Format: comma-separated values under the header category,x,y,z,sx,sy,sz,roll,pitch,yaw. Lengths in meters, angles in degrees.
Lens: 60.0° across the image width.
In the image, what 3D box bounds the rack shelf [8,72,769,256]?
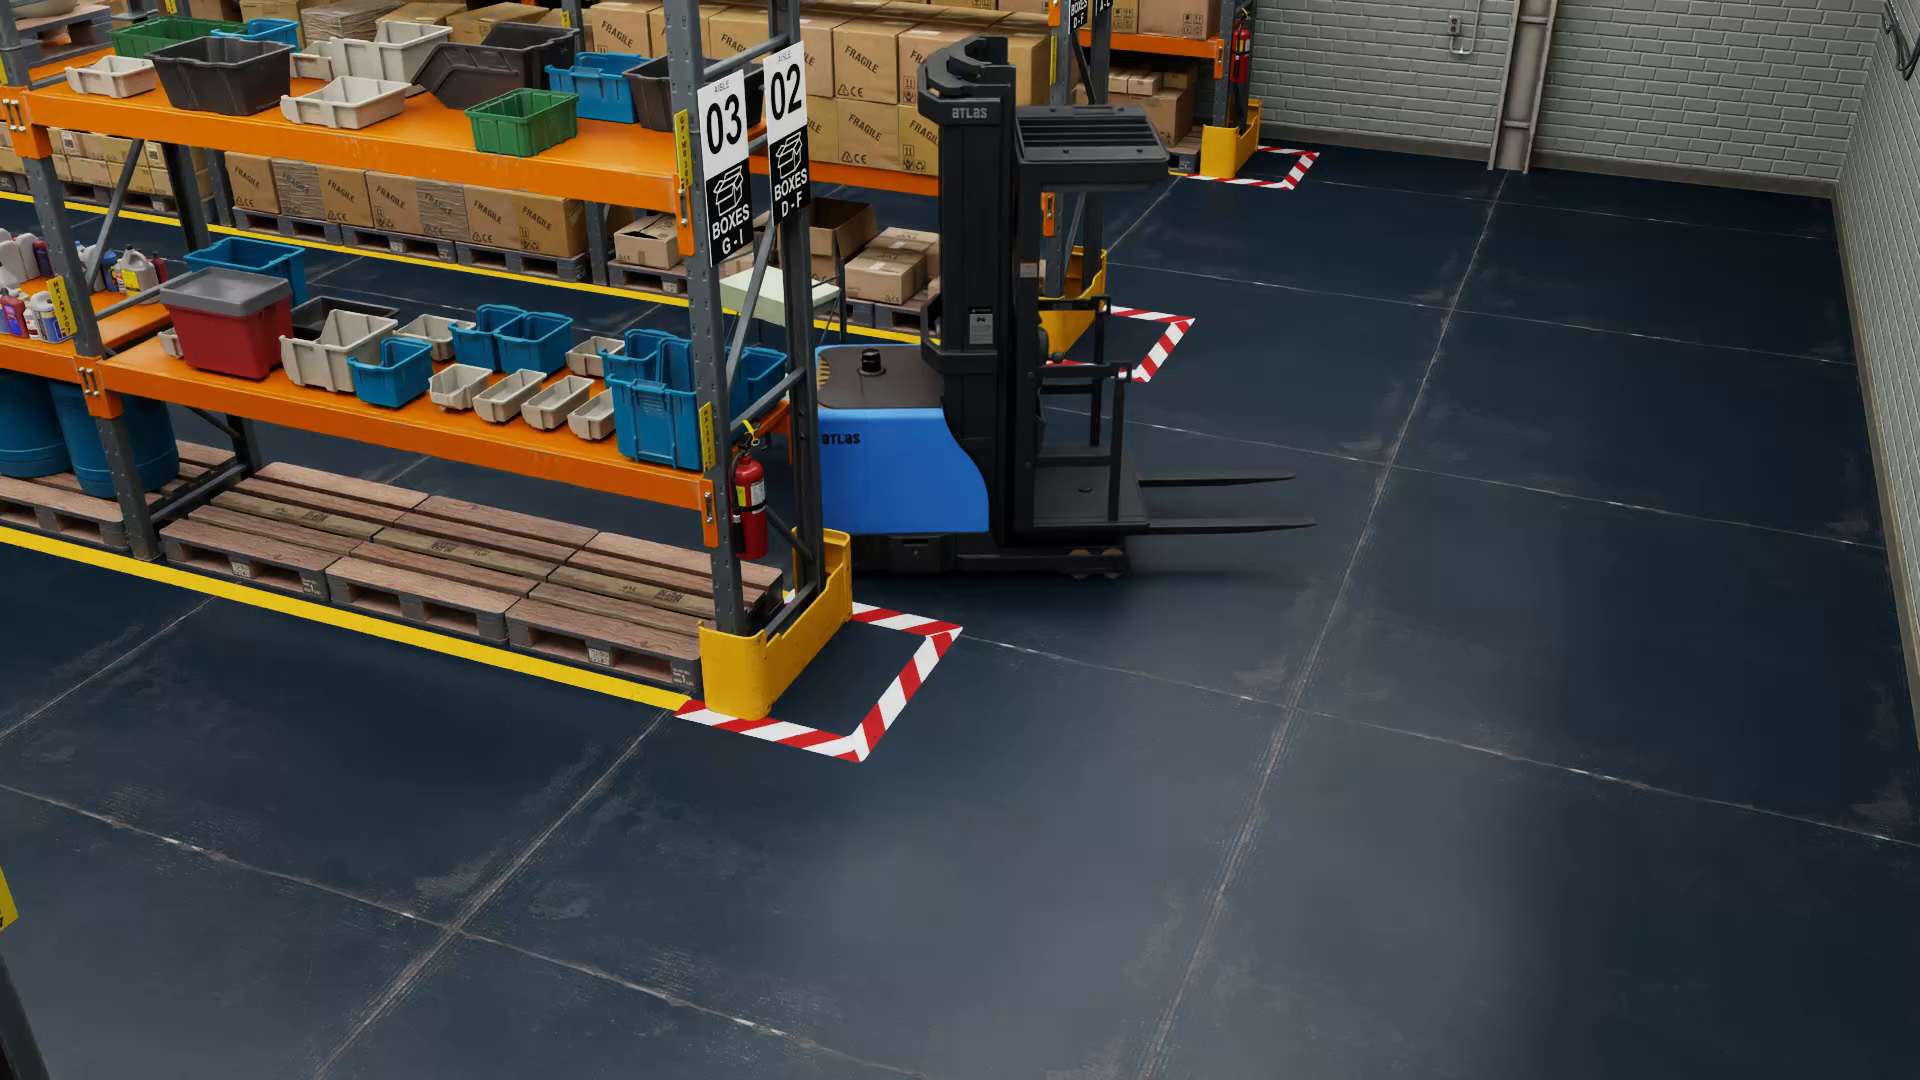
category,x,y,z,sx,sy,sz,roll,pitch,yaw
rack shelf,-2.845,-2.028,8.384,4.000,0.370,1.077,11,31,19

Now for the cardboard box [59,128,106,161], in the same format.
category,x,y,z,sx,sy,sz,roll,pitch,yaw
cardboard box,-8.068,-3.806,15.644,0.500,0.311,0.500,11,31,19

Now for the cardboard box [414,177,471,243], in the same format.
category,x,y,z,sx,sy,sz,roll,pitch,yaw
cardboard box,-4.317,-2.916,14.364,0.500,0.500,0.500,12,32,20

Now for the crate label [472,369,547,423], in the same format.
category,x,y,z,sx,sy,sz,roll,pitch,yaw
crate label,-2.346,-0.746,8.639,0.243,0.136,0.396,11,31,19

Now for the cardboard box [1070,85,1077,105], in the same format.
category,x,y,z,sx,sy,sz,roll,pitch,yaw
cardboard box,0.562,-3.169,12.618,0.500,0.500,0.500,12,32,20

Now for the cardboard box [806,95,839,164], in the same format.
category,x,y,z,sx,sy,sz,roll,pitch,yaw
cardboard box,-1.053,-3.208,12.687,0.500,0.500,0.500,11,31,18

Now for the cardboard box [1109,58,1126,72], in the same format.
category,x,y,z,sx,sy,sz,roll,pitch,yaw
cardboard box,1.536,-4.852,17.151,0.250,0.149,0.380,12,31,20

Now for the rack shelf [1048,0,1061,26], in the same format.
category,x,y,z,sx,sy,sz,roll,pitch,yaw
rack shelf,-0.979,-4.286,12.379,4.000,0.370,1.077,11,31,19

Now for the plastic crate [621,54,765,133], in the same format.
category,x,y,z,sx,sy,sz,roll,pitch,yaw
plastic crate,-1.244,-2.113,7.935,0.590,0.269,0.497,11,31,19

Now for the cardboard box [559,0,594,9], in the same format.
category,x,y,z,sx,sy,sz,roll,pitch,yaw
cardboard box,-4.048,-5.714,18.980,0.750,0.750,0.750,11,31,18

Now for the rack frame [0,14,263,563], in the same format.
category,x,y,z,sx,sy,sz,roll,pitch,yaw
rack frame,-4.699,-1.406,9.600,0.127,3.000,1.000,11,31,19

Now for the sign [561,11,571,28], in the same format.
category,x,y,z,sx,sy,sz,roll,pitch,yaw
sign,-3.038,-3.914,12.860,0.005,0.325,0.100,11,31,19

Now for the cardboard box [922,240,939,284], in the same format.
category,x,y,z,sx,sy,sz,roll,pitch,yaw
cardboard box,0.013,-2.240,13.424,0.500,0.250,0.500,11,31,19

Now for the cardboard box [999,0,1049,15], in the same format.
category,x,y,z,sx,sy,sz,roll,pitch,yaw
cardboard box,0.875,-5.678,16.853,0.700,0.700,0.980,10,31,17

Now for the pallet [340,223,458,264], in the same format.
category,x,y,z,sx,sy,sz,roll,pitch,yaw
pallet,-4.735,-2.808,14.914,1.213,0.211,1.003,11,31,19

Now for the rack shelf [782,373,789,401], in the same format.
category,x,y,z,sx,sy,sz,roll,pitch,yaw
rack shelf,-1.125,-0.822,10.754,0.720,0.370,0.431,21,36,33

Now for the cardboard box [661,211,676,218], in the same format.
category,x,y,z,sx,sy,sz,roll,pitch,yaw
cardboard box,-2.198,-2.791,14.143,0.500,0.500,0.500,11,31,19

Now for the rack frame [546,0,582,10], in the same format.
category,x,y,z,sx,sy,sz,roll,pitch,yaw
rack frame,-4.680,-6.663,18.901,0.127,3.000,1.000,11,31,19

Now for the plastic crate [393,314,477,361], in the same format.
category,x,y,z,sx,sy,sz,roll,pitch,yaw
plastic crate,-2.972,-1.132,9.322,0.466,0.136,0.293,11,31,19

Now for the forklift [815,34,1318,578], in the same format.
category,x,y,z,sx,sy,sz,roll,pitch,yaw
forklift,0.601,-1.314,9.508,3.031,2.935,1.130,-1,29,-2

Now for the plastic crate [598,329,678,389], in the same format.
category,x,y,z,sx,sy,sz,roll,pitch,yaw
plastic crate,-1.707,-0.936,8.879,0.300,0.233,0.416,11,31,19

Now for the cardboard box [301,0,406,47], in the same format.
category,x,y,z,sx,sy,sz,roll,pitch,yaw
cardboard box,-5.138,-4.308,14.207,0.500,0.500,0.700,18,34,28

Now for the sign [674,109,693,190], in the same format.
category,x,y,z,sx,sy,sz,roll,pitch,yaw
sign,-1.184,-1.672,7.129,0.005,0.325,0.100,11,31,19

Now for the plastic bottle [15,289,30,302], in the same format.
category,x,y,z,sx,sy,sz,roll,pitch,yaw
plastic bottle,-5.494,-1.372,9.743,0.097,0.201,0.097,0,29,0

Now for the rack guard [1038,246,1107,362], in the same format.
category,x,y,z,sx,sy,sz,roll,pitch,yaw
rack guard,0.803,-1.849,12.925,0.348,0.500,1.175,11,31,19

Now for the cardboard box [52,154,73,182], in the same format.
category,x,y,z,sx,sy,sz,roll,pitch,yaw
cardboard box,-8.540,-3.657,15.951,0.500,0.250,0.500,12,32,20

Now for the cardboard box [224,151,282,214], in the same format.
category,x,y,z,sx,sy,sz,roll,pitch,yaw
cardboard box,-6.225,-3.292,15.031,0.500,0.500,0.500,13,32,21

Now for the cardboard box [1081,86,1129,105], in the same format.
category,x,y,z,sx,sy,sz,roll,pitch,yaw
cardboard box,1.583,-4.454,17.106,0.500,0.500,0.700,11,31,19

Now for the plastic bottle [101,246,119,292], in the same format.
category,x,y,z,sx,sy,sz,roll,pitch,yaw
plastic bottle,-5.206,-1.668,10.194,0.097,0.271,0.097,0,29,0

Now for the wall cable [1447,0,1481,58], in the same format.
category,x,y,z,sx,sy,sz,roll,pitch,yaw
wall cable,4.275,-5.819,16.376,1.851,1.984,0.084,11,31,19

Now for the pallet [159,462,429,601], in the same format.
category,x,y,z,sx,sy,sz,roll,pitch,yaw
pallet,-4.003,-0.073,10.076,1.213,0.211,1.003,11,31,19

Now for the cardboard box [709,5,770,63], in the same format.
category,x,y,z,sx,sy,sz,roll,pitch,yaw
cardboard box,-1.547,-3.736,12.605,0.500,0.500,0.500,10,31,18

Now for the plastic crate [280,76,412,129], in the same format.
category,x,y,z,sx,sy,sz,roll,pitch,yaw
plastic crate,-3.000,-2.126,8.093,0.530,0.136,0.437,11,31,19

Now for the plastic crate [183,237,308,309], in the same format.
category,x,y,z,sx,sy,sz,roll,pitch,yaw
plastic crate,-4.138,-1.494,9.711,0.575,0.384,0.392,11,31,19

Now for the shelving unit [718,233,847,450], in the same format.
category,x,y,z,sx,sy,sz,roll,pitch,yaw
shelving unit,-1.125,-1.106,10.594,0.755,1.500,0.431,21,36,33

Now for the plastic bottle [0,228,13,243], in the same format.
category,x,y,z,sx,sy,sz,roll,pitch,yaw
plastic bottle,-6.057,-1.825,10.468,0.135,0.276,0.152,11,31,19

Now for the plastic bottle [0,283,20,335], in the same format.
category,x,y,z,sx,sy,sz,roll,pitch,yaw
plastic bottle,-5.524,-1.345,9.618,0.135,0.276,0.152,11,31,19

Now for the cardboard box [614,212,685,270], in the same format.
category,x,y,z,sx,sy,sz,roll,pitch,yaw
cardboard box,-2.525,-2.508,13.836,0.500,0.311,0.500,11,31,19

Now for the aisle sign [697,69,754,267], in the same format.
category,x,y,z,sx,sy,sz,roll,pitch,yaw
aisle sign,-1.035,-1.650,7.391,0.004,0.787,0.394,11,31,19

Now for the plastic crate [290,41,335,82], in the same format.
category,x,y,z,sx,sy,sz,roll,pitch,yaw
plastic crate,-3.377,-2.535,8.817,0.466,0.136,0.293,11,31,19

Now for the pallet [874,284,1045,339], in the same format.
category,x,y,z,sx,sy,sz,roll,pitch,yaw
pallet,0.064,-1.870,13.256,1.213,0.211,1.003,11,31,19

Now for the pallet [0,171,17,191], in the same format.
category,x,y,z,sx,sy,sz,roll,pitch,yaw
pallet,-9.548,-3.811,16.689,1.213,0.211,1.003,11,31,19

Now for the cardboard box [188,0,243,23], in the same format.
category,x,y,z,sx,sy,sz,roll,pitch,yaw
cardboard box,-9.364,-6.680,21.024,0.500,0.500,0.500,9,31,15

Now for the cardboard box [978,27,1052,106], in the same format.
category,x,y,z,sx,sy,sz,roll,pitch,yaw
cardboard box,0.358,-3.359,11.938,0.500,0.500,0.500,11,31,19

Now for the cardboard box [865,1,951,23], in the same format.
category,x,y,z,sx,sy,sz,roll,pitch,yaw
cardboard box,-0.387,-3.793,12.705,0.500,0.500,0.500,12,32,20

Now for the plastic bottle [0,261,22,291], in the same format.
category,x,y,z,sx,sy,sz,roll,pitch,yaw
plastic bottle,-5.619,-1.471,9.765,0.185,0.351,0.144,11,31,19

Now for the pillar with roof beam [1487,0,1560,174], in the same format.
category,x,y,z,sx,sy,sz,roll,pitch,yaw
pillar with roof beam,3.941,-5.726,11.147,0.400,9.000,9.100,11,31,19
